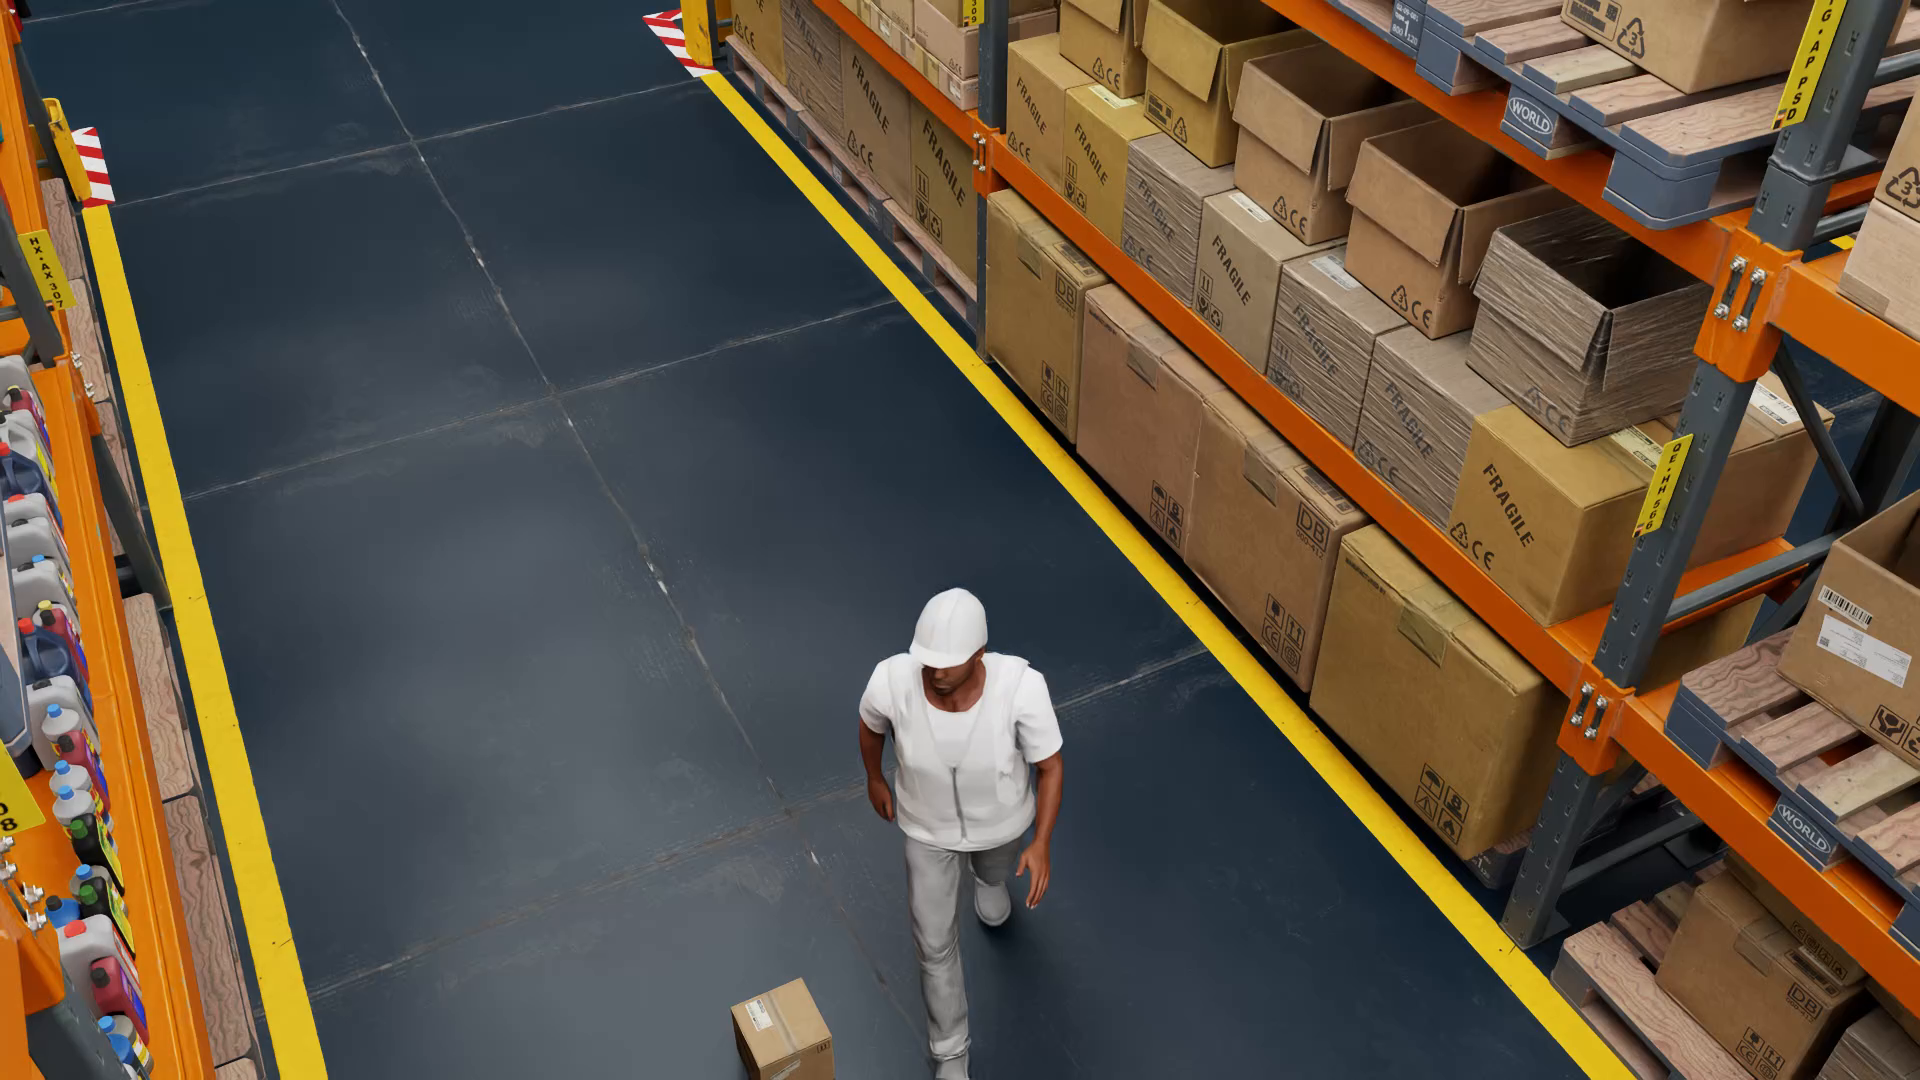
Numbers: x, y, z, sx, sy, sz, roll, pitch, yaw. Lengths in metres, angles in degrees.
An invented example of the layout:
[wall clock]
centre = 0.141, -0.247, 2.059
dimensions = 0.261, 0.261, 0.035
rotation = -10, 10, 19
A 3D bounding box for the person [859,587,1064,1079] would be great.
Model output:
[person]
centre = 0.002, 0.899, 5.135
dimensions = 0.624, 1.711, 1.060
rotation = -1, 41, -1
